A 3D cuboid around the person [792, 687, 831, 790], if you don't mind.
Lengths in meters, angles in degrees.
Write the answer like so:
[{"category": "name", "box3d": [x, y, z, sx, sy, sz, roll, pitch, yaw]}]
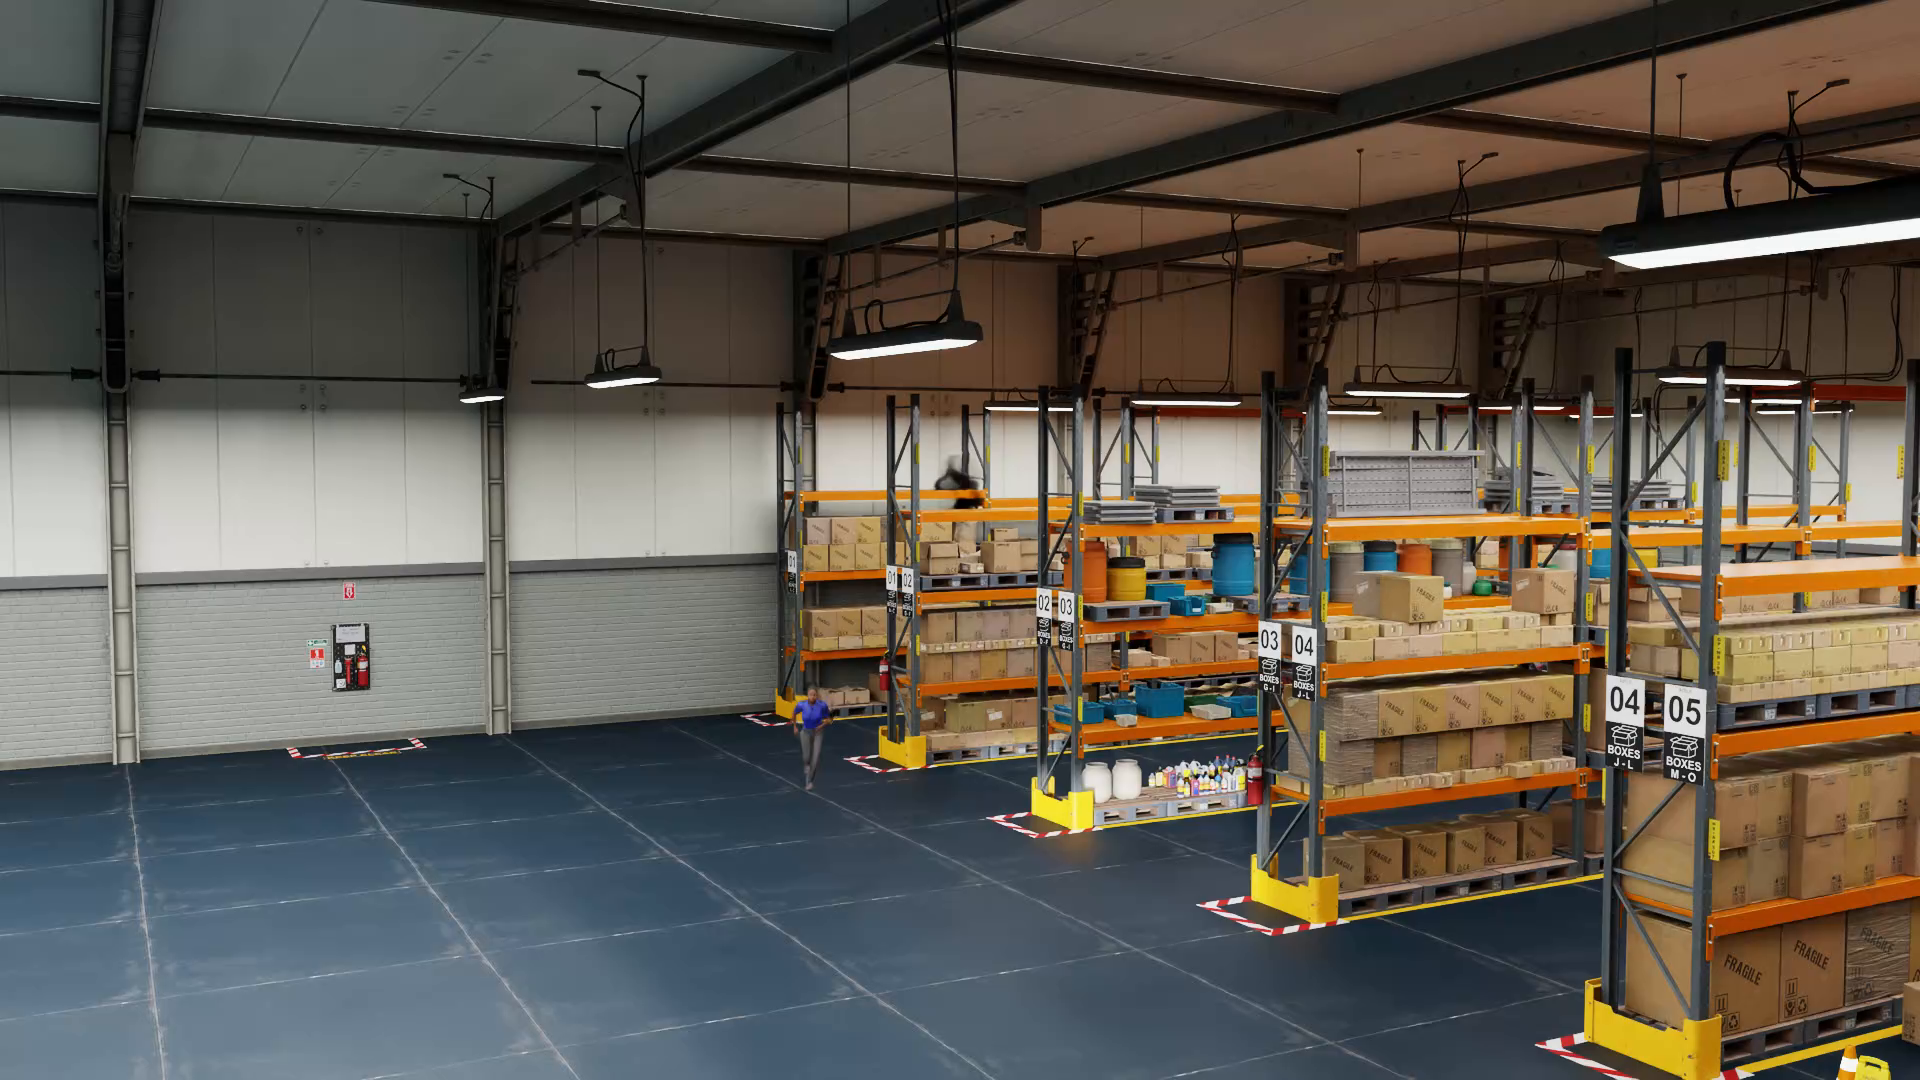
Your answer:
[{"category": "person", "box3d": [-2.238, 2.975, 25.071, 0.563, 1.586, 0.692, -1, 3, -10]}]
